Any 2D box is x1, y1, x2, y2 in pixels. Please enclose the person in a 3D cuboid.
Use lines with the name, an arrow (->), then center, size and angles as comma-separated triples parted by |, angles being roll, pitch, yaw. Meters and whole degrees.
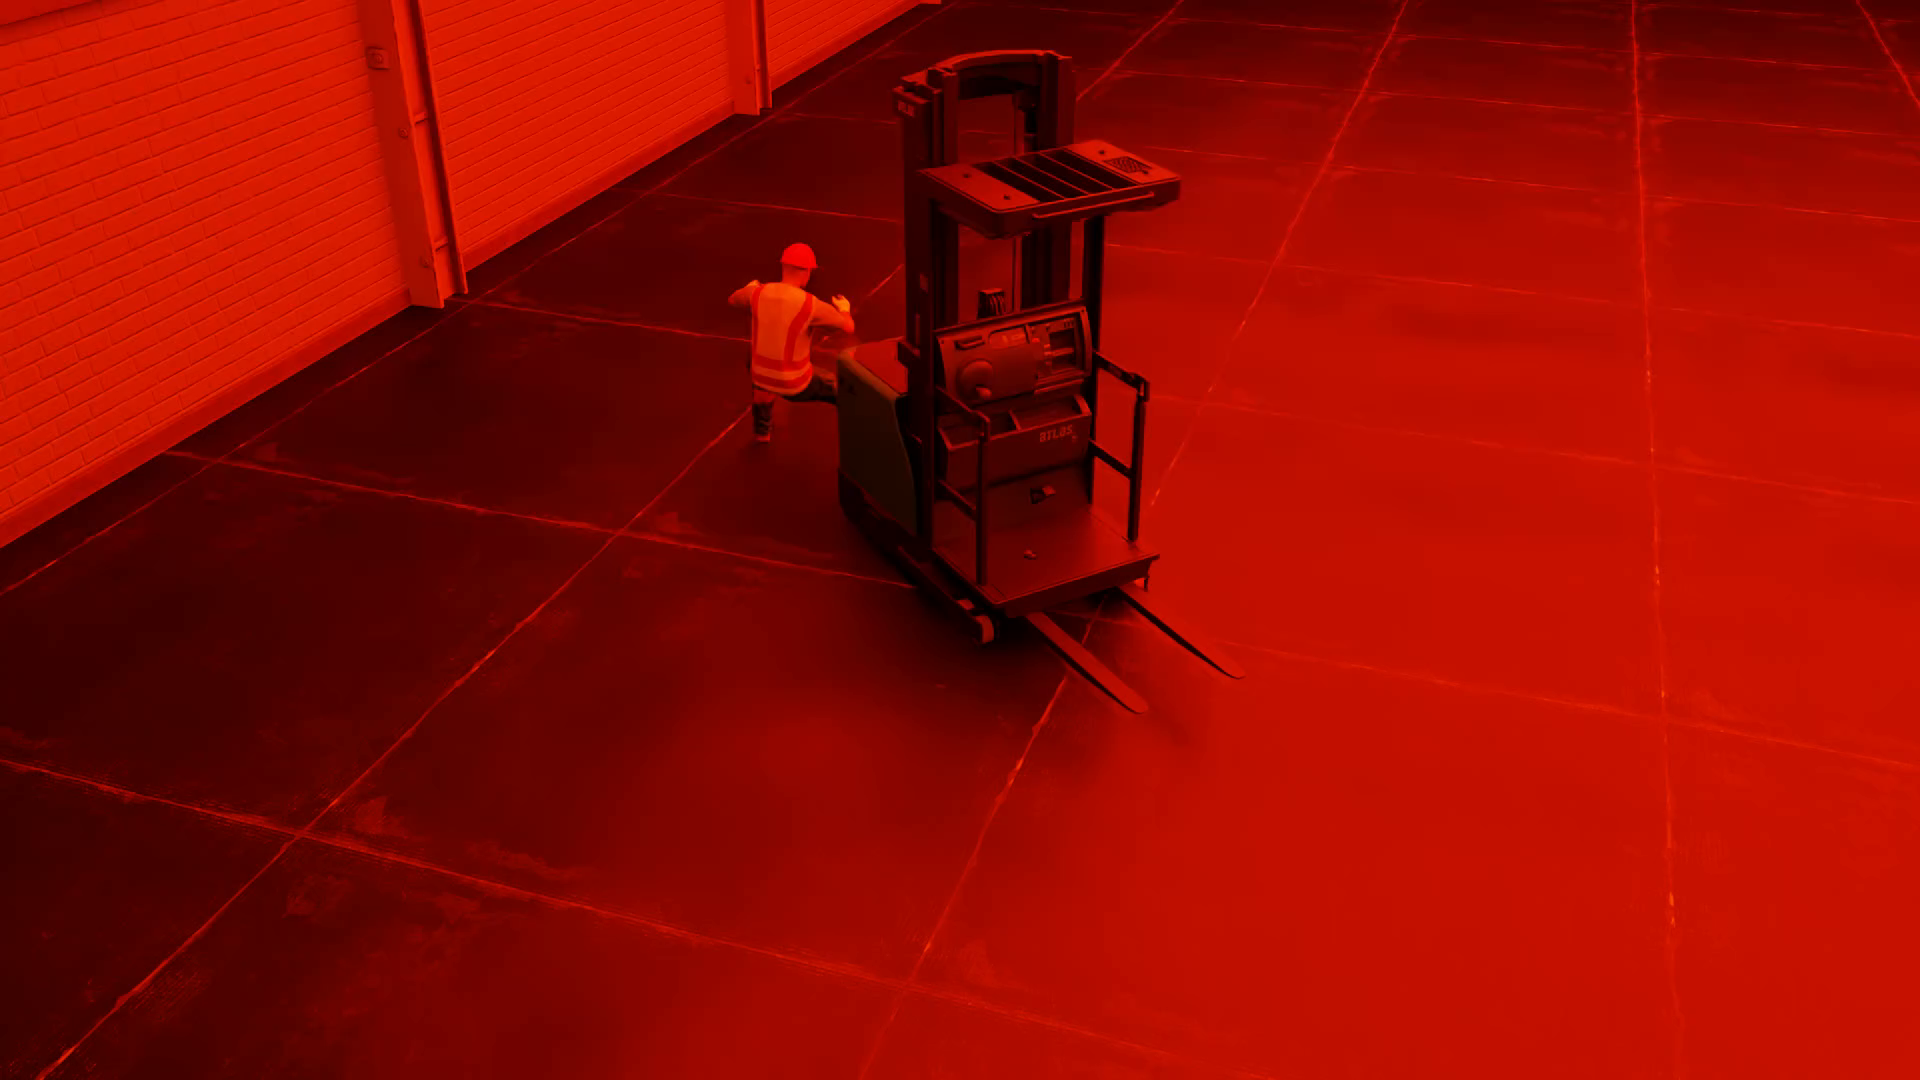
person -> -1.020, -1.190, 10.652 | 1.025, 1.520, 0.749 | 13, 32, 22

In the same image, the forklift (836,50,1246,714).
forklift -> 0.411, -0.960, 8.821 | 1.130, 2.935, 3.031 | -16, 33, -26
